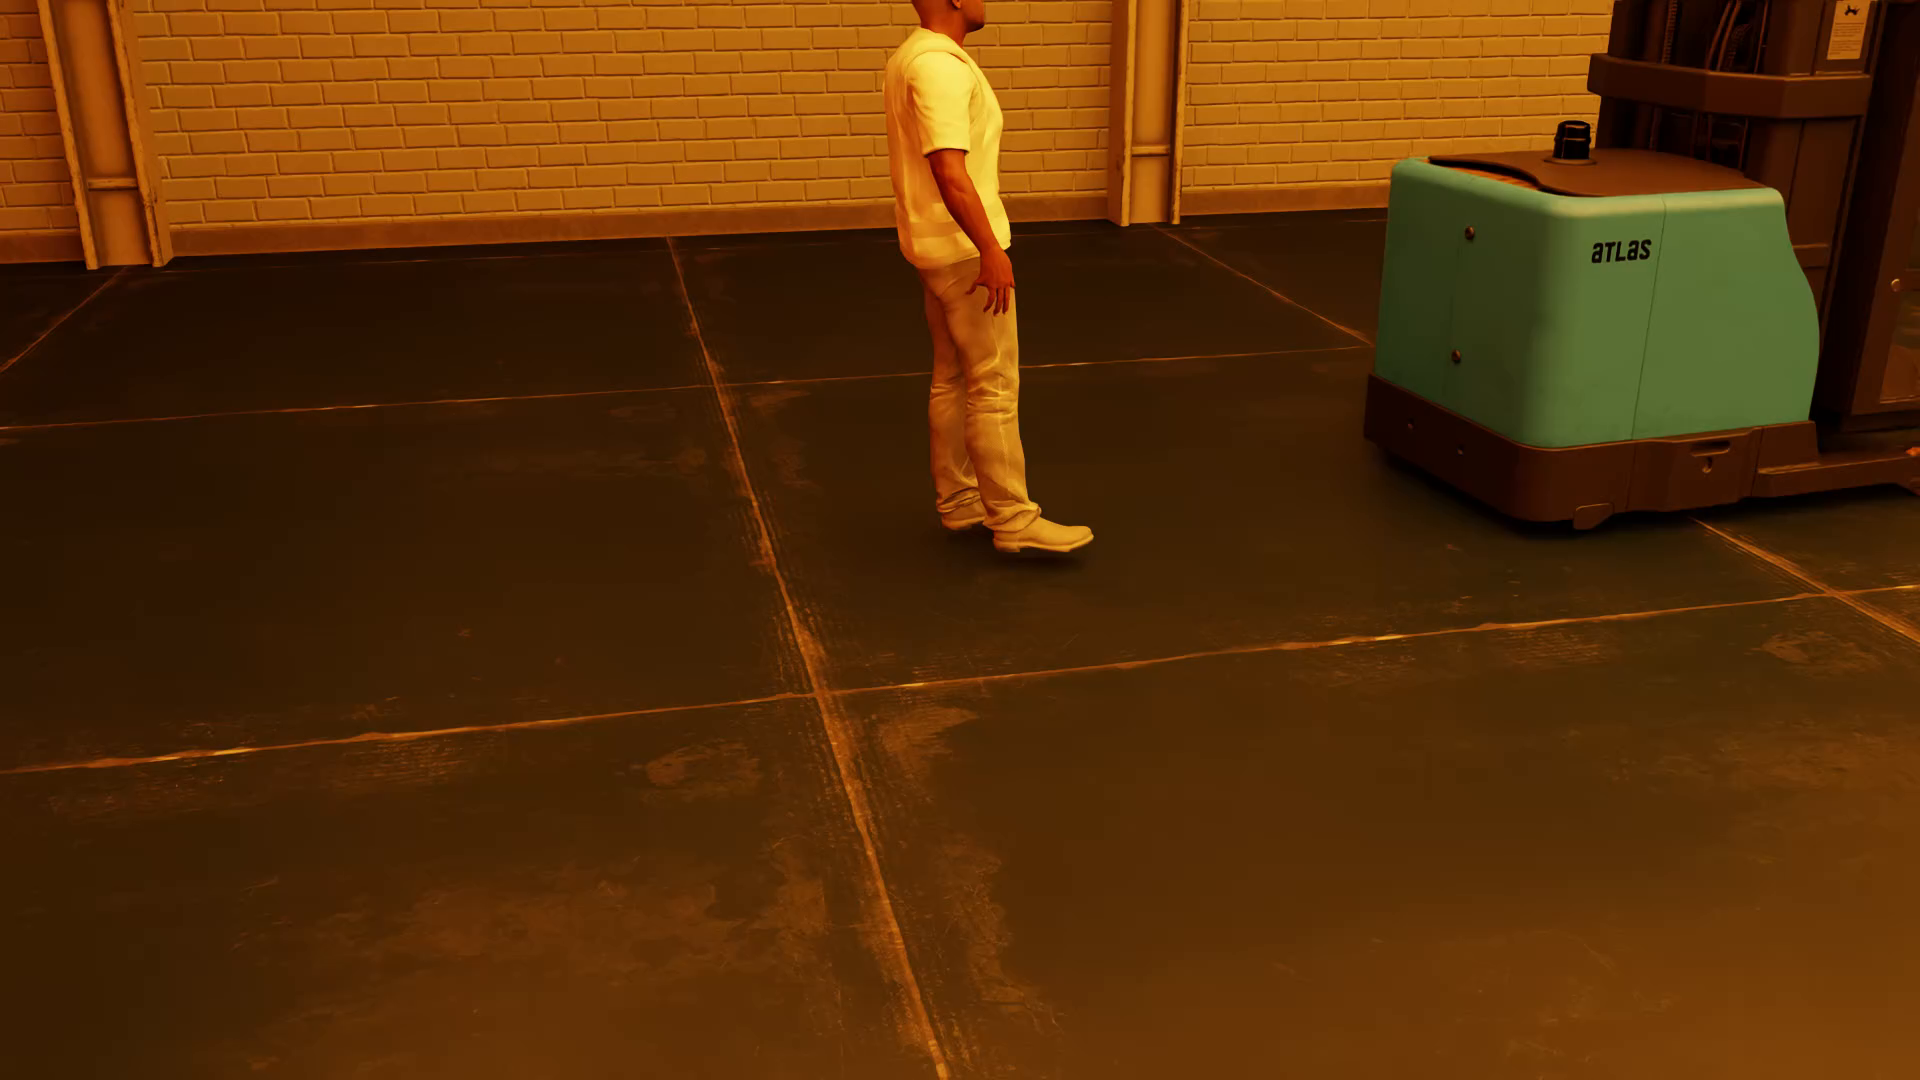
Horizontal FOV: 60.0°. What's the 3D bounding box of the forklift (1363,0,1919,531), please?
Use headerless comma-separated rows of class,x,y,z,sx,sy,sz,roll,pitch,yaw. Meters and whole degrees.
forklift,3.053,-1.692,5.620,3.031,2.935,1.130,-7,22,-17

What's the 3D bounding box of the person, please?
person,0.069,-0.873,4.975,0.575,1.767,0.665,-5,21,-12
